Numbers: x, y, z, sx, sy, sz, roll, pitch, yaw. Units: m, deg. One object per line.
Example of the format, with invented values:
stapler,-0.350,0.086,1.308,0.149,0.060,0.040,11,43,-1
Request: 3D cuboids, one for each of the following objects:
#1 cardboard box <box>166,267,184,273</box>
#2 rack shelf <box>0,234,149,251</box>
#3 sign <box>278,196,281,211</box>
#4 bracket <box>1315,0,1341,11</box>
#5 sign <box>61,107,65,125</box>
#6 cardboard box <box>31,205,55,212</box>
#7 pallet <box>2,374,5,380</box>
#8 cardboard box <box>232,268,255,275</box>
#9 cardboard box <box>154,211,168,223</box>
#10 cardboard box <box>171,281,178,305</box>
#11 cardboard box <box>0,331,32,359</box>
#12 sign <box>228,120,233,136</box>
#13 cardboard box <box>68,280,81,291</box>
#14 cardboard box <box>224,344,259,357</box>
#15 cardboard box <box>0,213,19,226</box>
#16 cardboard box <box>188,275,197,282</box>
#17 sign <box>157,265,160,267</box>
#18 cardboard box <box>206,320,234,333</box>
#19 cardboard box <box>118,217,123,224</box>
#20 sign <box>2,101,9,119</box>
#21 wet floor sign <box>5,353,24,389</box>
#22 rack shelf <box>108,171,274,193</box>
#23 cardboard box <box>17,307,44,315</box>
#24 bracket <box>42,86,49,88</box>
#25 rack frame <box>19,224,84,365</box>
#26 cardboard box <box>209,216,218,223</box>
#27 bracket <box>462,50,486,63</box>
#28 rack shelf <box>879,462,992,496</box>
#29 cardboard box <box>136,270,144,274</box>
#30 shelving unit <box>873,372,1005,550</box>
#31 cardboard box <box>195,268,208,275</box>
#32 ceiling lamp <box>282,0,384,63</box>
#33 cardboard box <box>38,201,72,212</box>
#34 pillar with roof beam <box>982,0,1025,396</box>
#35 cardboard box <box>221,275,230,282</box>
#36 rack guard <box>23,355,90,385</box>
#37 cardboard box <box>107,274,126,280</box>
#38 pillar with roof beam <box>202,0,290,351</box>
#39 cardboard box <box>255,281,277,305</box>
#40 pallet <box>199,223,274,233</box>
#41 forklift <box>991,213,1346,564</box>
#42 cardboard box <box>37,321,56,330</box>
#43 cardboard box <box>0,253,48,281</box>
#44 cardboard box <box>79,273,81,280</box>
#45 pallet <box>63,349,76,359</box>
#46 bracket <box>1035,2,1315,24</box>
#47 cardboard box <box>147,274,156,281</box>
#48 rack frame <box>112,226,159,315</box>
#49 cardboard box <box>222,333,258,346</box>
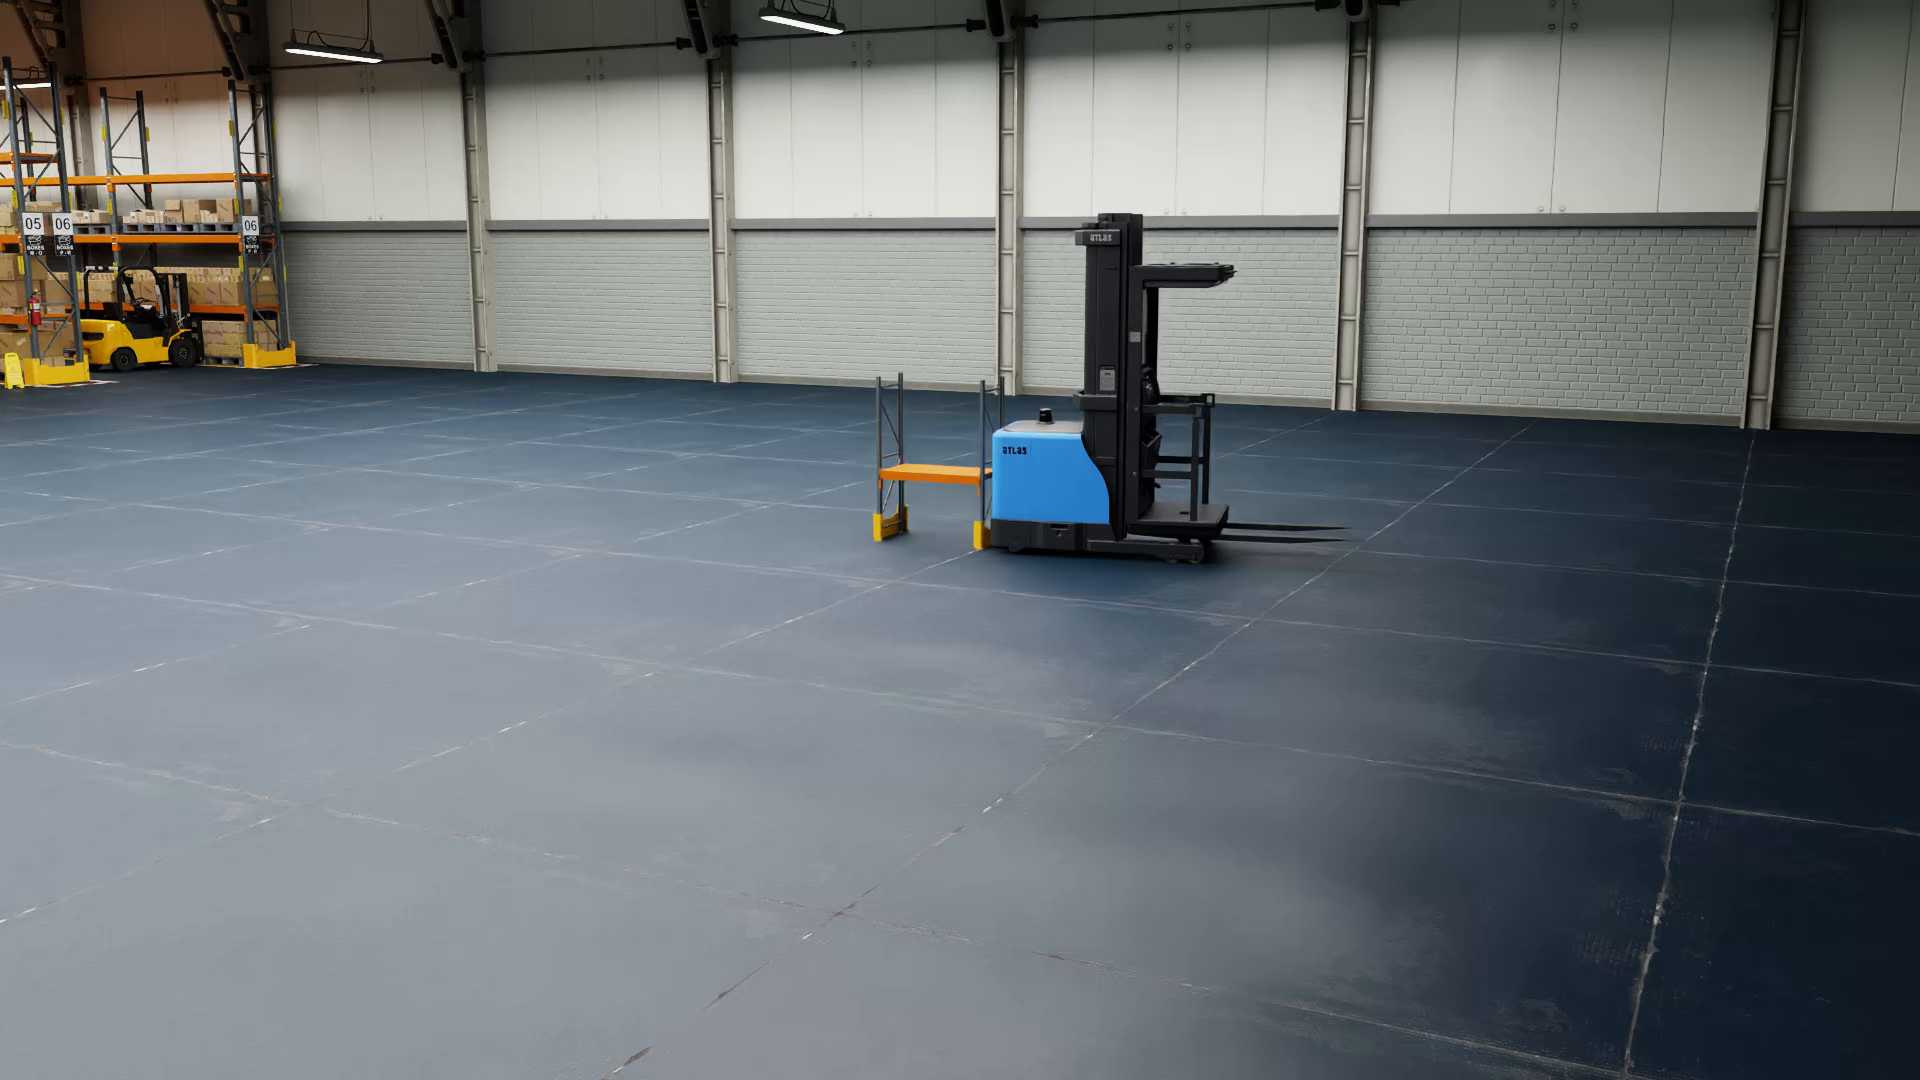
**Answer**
cardboard box,-17.295,-5.949,36.760,0.250,0.149,0.380,5,11,26
rack shelf,-20.433,-6.875,38.413,4.000,0.370,1.077,5,11,26
sign,-14.801,-7.314,36.139,0.005,0.325,0.100,5,11,26
bracket,5.716,-8.287,25.665,0.430,0.232,0.235,5,11,26
sign,-17.005,-8.025,31.476,0.005,0.325,0.100,5,11,26
cardboard box,-17.474,-6.293,31.641,0.250,0.149,0.380,5,11,25
pallet,-19.116,-3.287,32.820,1.213,0.211,1.003,5,11,26
cardboard box,-15.467,-5.790,35.880,0.250,0.149,0.380,5,11,26
cardboard box,-17.443,-7.096,36.529,0.258,0.266,0.396,5,11,24
cardboard box,-16.986,-5.447,36.643,0.500,0.500,0.500,5,11,26
cardboard box,-18.079,-3.731,31.881,0.500,0.500,0.500,5,11,26
sign,-15.305,-8.646,34.906,0.005,0.325,0.100,5,11,26
cardboard box,-20.113,-5.846,38.147,0.500,0.250,0.500,5,12,27
cardboard box,-15.614,-4.121,36.137,0.500,0.250,0.500,5,11,26
cardboard box,-17.823,-6.033,31.326,0.500,0.250,0.500,5,11,25
cardboard box,-16.648,-5.729,36.377,0.250,0.149,0.380,5,11,26
sign,-18.395,-6.149,38.151,0.005,0.325,0.100,5,11,26
cardboard box,-16.064,-4.652,36.264,0.500,0.250,0.500,5,12,27
cardboard box,-19.314,-7.302,37.997,0.250,0.149,0.380,5,11,26
sign,-17.509,-7.890,30.509,0.005,0.325,0.100,5,11,26
wet floor sign,-17.548,-3.143,30.804,0.267,0.644,0.232,-10,14,-43
rack shelf,-16.846,-7.839,36.440,4.000,0.370,1.077,5,11,26
cardboard box,-17.675,-4.359,31.618,0.250,0.149,0.380,5,12,28
bracket,-21.188,-10.651,38.727,0.430,0.232,0.235,5,11,26
rack frame,-17.245,-4.487,31.622,0.127,3.000,1.000,5,11,26
cardboard box,-15.930,-6.905,35.805,0.250,0.149,0.380,5,11,24
bracket,-9.682,-9.640,33.141,0.430,0.232,0.235,5,11,26
rack shelf,-0.176,-0.561,15.148,1.000,0.185,0.538,4,11,23
cardboard box,-18.203,-6.035,37.233,0.250,0.149,0.380,5,11,27
shelving unit,-0.185,-0.739,15.120,1.083,1.500,0.587,4,11,23
cardboard box,-16.421,-5.855,36.240,0.250,0.149,0.380,5,12,27
ceiling lamp,-10.675,-9.956,28.602,0.800,3.185,2.000,5,11,26
cardboard box,-20.772,-7.516,38.191,0.500,0.500,0.500,5,12,27
pillar with roof beam,-1.041,-6.325,24.932,0.548,9.000,9.100,5,11,26
cardboard box,-15.730,-5.647,35.926,0.250,0.149,0.380,5,12,27
rack guard,-17.313,-3.263,31.877,0.348,0.500,1.175,5,11,26
cardboard box,-19.044,-5.955,37.631,0.250,0.149,0.380,5,12,28
pillar with roof beam,-17.183,-7.744,32.769,0.548,9.000,9.100,5,11,26
cardboard box,-15.374,-5.413,36.455,0.500,0.500,0.500,5,12,28
pallet,-15.675,-6.773,36.075,1.213,0.211,1.003,5,11,26
forklift,1.843,-1.345,14.451,3.031,2.935,1.130,3,11,14
cardboard box,-21.084,-4.847,39.100,0.625,0.625,0.875,5,12,28
cardboard box,-17.800,-5.180,31.527,0.500,0.500,0.700,5,11,24
cardboard box,-19.981,-6.031,38.047,0.250,0.149,0.380,5,11,24
pallet,-20.416,-4.371,38.810,1.213,0.211,1.003,5,11,26
bracket,3.405,-8.490,26.787,4.783,0.066,0.076,5,11,26
cardboard box,-17.803,-5.829,36.934,0.250,0.149,0.380,5,12,27
rack frame,-18.640,-5.596,37.745,0.127,3.000,1.000,5,11,26
cardboard box,-15.627,-4.368,36.103,0.500,0.250,0.500,5,11,25
